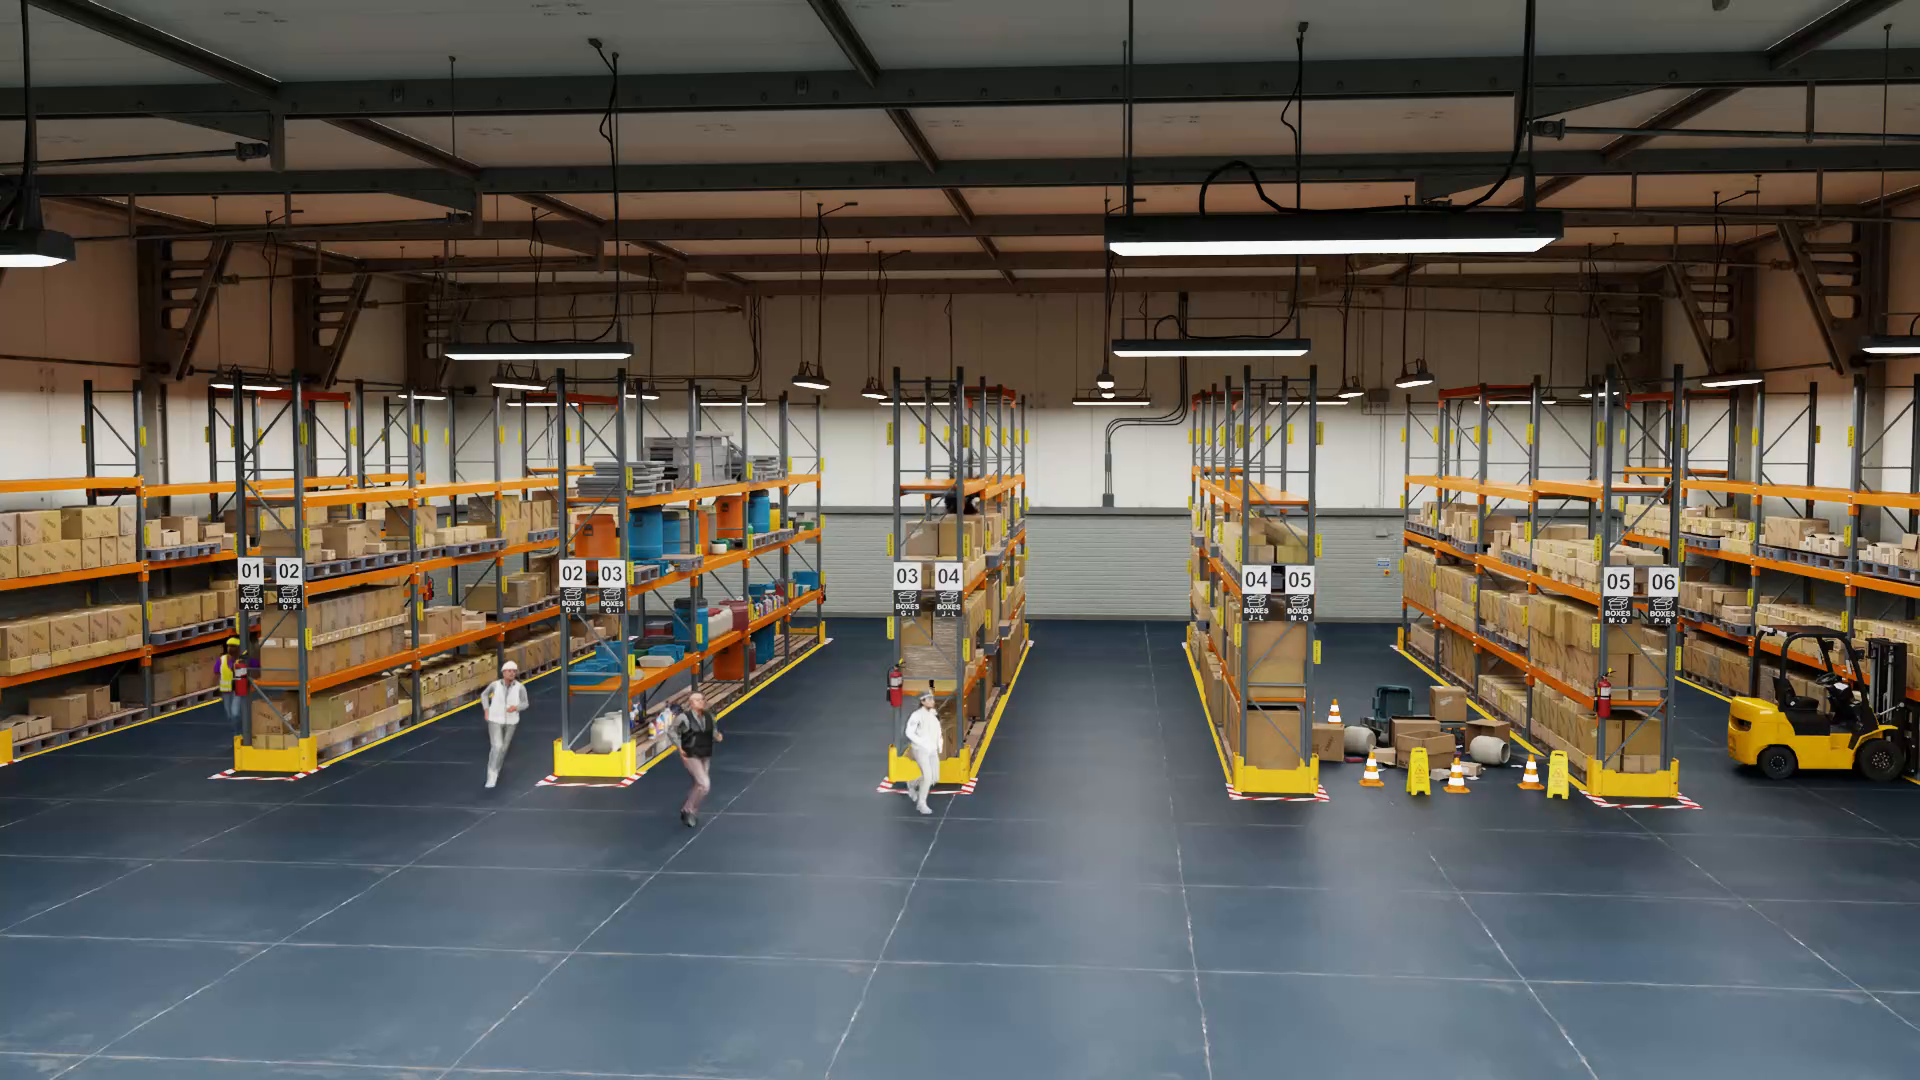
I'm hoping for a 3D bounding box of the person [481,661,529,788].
[{"bbox_3d":[-6.575,2.649,24.023,0.647,1.808,0.698,-2,4,-27],"label":"person"}]

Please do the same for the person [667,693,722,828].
[{"bbox_3d":[-3.353,2.828,21.390,0.704,1.738,0.631,3,5,41],"label":"person"}]

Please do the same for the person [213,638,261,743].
[{"bbox_3d":[-11.680,2.467,26.733,0.677,1.795,0.683,0,4,1],"label":"person"}]

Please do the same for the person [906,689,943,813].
[{"bbox_3d":[-0.487,2.809,22.302,0.600,1.664,0.667,3,5,43],"label":"person"}]
